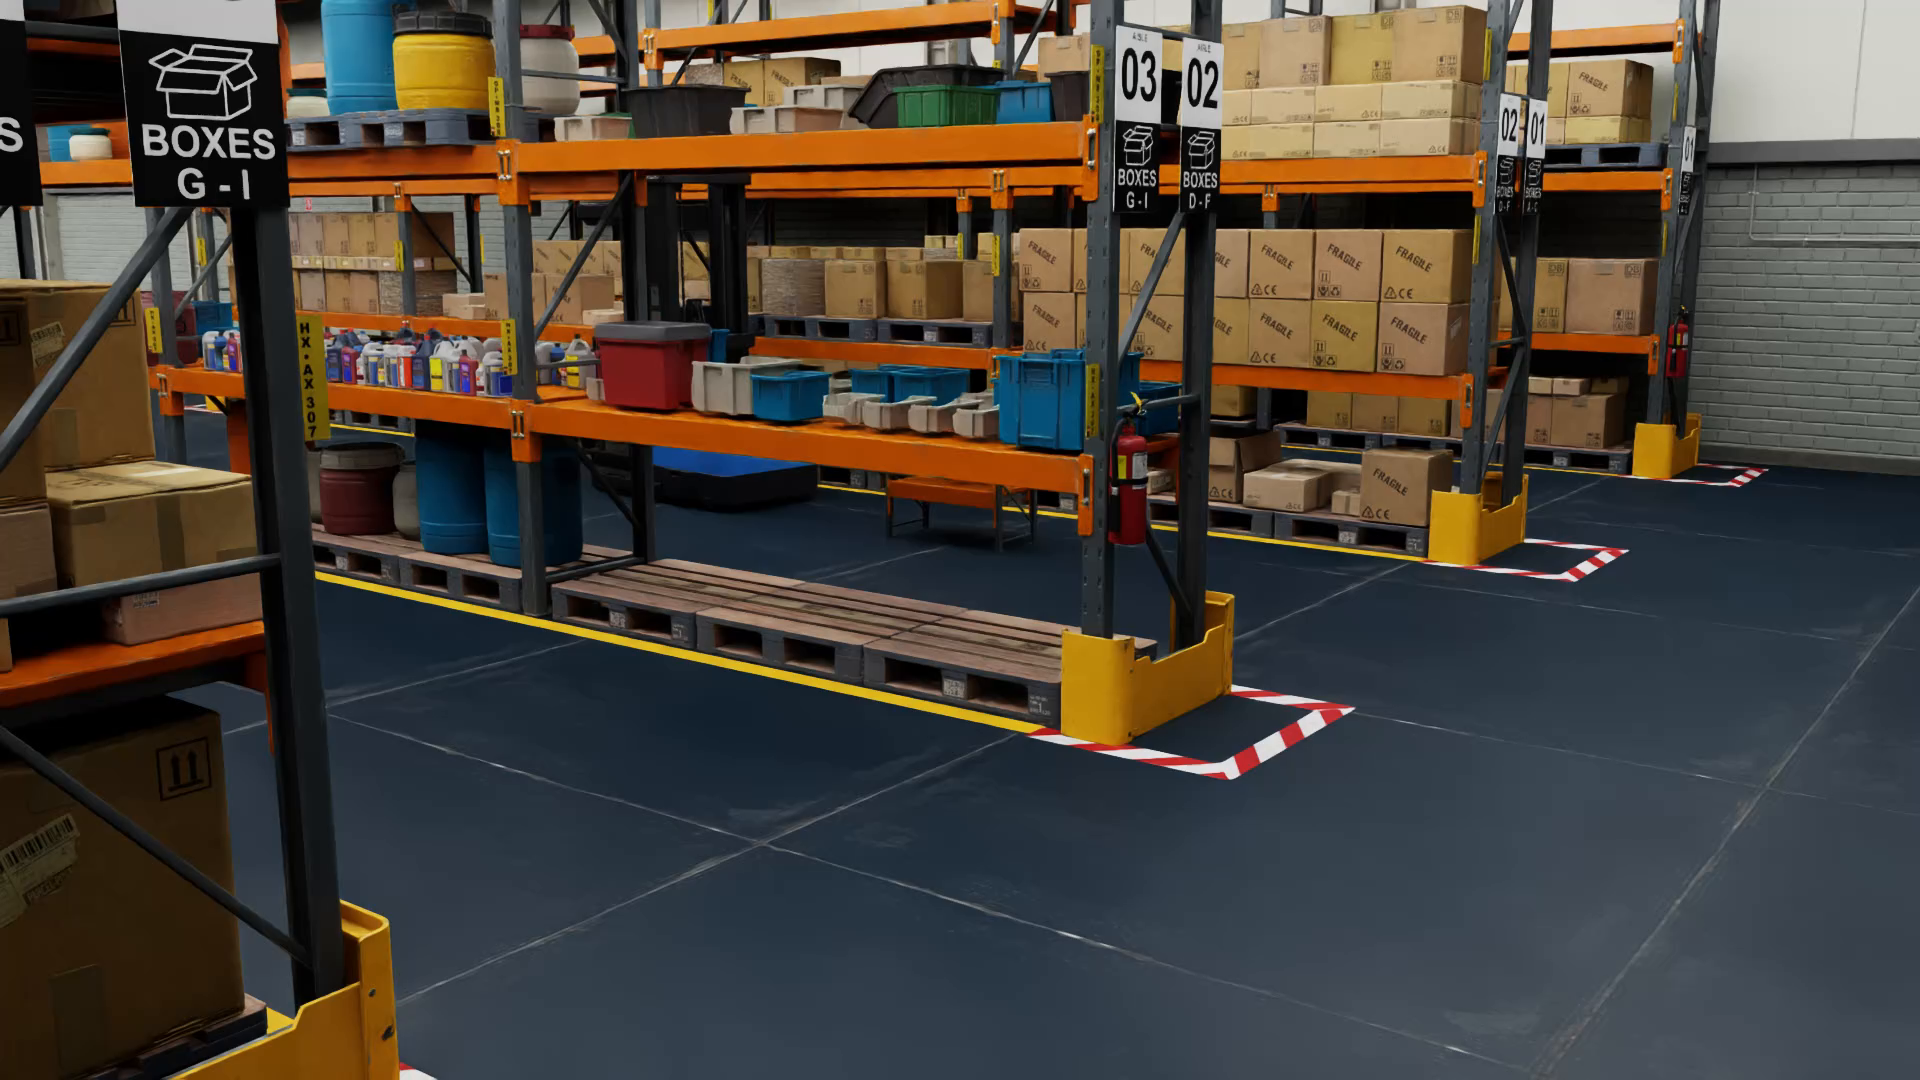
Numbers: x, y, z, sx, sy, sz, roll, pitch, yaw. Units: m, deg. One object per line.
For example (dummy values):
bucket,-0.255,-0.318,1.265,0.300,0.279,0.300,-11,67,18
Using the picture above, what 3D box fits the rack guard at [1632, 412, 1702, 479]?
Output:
rack guard,6.789,-0.918,15.959,0.348,0.500,1.175,8,13,36

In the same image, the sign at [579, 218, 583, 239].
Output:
sign,-5.782,-4.753,25.321,0.005,0.325,0.100,8,13,36

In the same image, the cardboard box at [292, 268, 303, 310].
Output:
cardboard box,-7.864,-3.068,20.226,0.500,0.500,0.700,8,14,36

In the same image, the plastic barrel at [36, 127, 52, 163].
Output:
plastic barrel,-7.701,-3.602,14.033,0.600,0.901,0.600,0,11,0

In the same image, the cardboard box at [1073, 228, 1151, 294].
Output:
cardboard box,1.246,-2.225,13.238,0.500,0.500,0.500,7,13,34

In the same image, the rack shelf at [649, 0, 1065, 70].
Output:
rack shelf,-0.996,-4.460,14.837,4.000,0.370,1.077,8,13,36

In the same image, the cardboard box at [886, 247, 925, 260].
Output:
cardboard box,-0.530,-3.423,20.902,0.500,0.500,0.700,6,13,30

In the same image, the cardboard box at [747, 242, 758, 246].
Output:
cardboard box,-3.158,-3.886,23.089,0.500,0.500,0.500,8,13,34

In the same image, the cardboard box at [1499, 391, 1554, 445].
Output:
cardboard box,5.743,-1.247,16.552,0.500,0.500,0.700,8,13,35

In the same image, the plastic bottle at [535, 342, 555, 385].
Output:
plastic bottle,-2.761,-1.172,11.015,0.135,0.276,0.152,8,13,36

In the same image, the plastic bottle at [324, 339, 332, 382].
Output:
plastic bottle,-4.267,-1.216,11.244,0.135,0.276,0.152,8,13,36

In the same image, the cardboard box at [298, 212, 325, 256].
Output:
cardboard box,-7.407,-3.643,19.782,0.500,0.500,0.700,8,14,36

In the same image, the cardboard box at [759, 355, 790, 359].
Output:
cardboard box,-2.299,-2.406,22.490,0.500,0.500,0.700,9,14,37

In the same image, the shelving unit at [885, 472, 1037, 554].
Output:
shelving unit,0.005,-0.552,12.419,1.048,1.125,0.538,8,13,36

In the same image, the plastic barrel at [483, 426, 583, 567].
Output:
plastic barrel,-2.747,-0.321,10.709,0.708,0.901,0.600,8,13,36

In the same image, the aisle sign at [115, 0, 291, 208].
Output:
aisle sign,-1.791,-1.187,3.925,0.004,0.787,0.394,8,13,36

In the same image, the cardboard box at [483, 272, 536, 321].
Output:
cardboard box,-4.798,-2.639,18.012,0.500,0.500,0.500,9,14,40

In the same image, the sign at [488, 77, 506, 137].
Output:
sign,-2.646,-2.474,9.500,0.005,0.325,0.100,8,13,36

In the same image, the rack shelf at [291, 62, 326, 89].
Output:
rack shelf,-7.444,-5.359,19.486,4.000,0.370,1.077,8,13,36

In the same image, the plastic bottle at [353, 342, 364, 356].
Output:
plastic bottle,-4.005,-1.185,11.096,0.097,0.271,0.097,0,11,0

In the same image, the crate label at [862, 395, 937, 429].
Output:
crate label,-0.323,-0.658,8.568,0.243,0.136,0.396,8,13,36

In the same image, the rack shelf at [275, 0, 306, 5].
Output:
rack shelf,-3.931,-3.702,10.919,4.000,0.370,1.077,8,13,36

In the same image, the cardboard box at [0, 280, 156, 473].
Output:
cardboard box,-2.656,-0.465,4.674,0.500,0.500,0.500,8,13,34

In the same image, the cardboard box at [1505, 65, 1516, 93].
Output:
cardboard box,5.196,-4.326,16.150,0.500,0.500,0.500,7,13,33

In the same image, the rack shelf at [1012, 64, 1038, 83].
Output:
rack shelf,1.933,-5.218,18.759,4.000,0.370,1.077,8,13,36

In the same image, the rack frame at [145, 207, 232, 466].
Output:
rack frame,-5.543,-1.531,12.545,0.127,3.000,1.000,8,13,36

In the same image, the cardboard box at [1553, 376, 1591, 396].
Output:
cardboard box,5.935,-1.495,16.130,0.250,0.149,0.380,8,13,35

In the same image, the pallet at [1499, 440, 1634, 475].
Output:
pallet,6.079,-0.857,16.403,1.213,0.211,1.003,8,13,36

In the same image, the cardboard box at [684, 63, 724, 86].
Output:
cardboard box,-2.260,-4.251,15.815,0.500,0.500,0.500,8,13,36

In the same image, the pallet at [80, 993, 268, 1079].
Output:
pallet,-2.717,1.418,4.644,1.213,0.211,1.003,8,13,36

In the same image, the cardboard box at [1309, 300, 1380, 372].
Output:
cardboard box,2.898,-1.505,12.148,0.500,0.500,0.500,8,14,36

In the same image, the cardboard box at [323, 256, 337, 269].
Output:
cardboard box,-7.200,-3.247,19.444,0.250,0.149,0.380,8,14,37

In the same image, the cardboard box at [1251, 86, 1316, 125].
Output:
cardboard box,2.471,-3.165,12.176,0.500,0.250,0.500,8,13,36

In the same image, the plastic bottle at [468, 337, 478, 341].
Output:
plastic bottle,-3.399,-1.261,11.476,0.135,0.276,0.152,8,13,36

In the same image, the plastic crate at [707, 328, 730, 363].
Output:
plastic crate,-1.740,-1.102,10.215,0.575,0.384,0.392,8,13,36

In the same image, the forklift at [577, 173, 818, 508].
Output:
forklift,-2.640,-1.912,14.699,3.031,2.935,1.130,10,15,42

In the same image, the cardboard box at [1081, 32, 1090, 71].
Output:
cardboard box,1.350,-3.725,13.093,0.500,0.500,0.700,8,13,36

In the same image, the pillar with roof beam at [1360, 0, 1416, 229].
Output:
pillar with roof beam,2.073,-4.938,14.361,0.400,9.000,9.100,8,13,36

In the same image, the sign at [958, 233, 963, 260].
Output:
sign,0.008,-3.493,19.847,0.005,0.325,0.100,8,13,36

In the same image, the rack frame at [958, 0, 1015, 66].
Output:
rack frame,0.321,-5.993,19.815,0.127,3.000,1.000,8,13,36

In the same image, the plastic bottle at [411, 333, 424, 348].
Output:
plastic bottle,-3.822,-1.320,11.761,0.133,0.283,0.061,8,13,36

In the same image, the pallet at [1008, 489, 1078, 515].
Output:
pallet,1.169,-0.392,14.003,1.213,0.211,1.003,8,13,36

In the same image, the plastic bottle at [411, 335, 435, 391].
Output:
plastic bottle,-3.402,-1.131,10.608,0.185,0.351,0.144,8,13,36

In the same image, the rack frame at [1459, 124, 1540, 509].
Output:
rack frame,3.840,-1.389,11.813,0.127,3.000,1.000,8,13,36

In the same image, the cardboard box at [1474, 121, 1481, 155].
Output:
cardboard box,3.577,-2.885,12.043,0.500,0.250,0.500,8,13,36

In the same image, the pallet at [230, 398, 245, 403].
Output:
pallet,-8.415,-1.740,20.965,1.213,0.211,1.003,8,13,36

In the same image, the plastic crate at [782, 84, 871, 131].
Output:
plastic crate,-0.698,-2.342,9.154,0.530,0.282,0.437,8,13,36

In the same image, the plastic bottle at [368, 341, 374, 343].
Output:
plastic bottle,-4.304,-1.357,12.168,0.097,0.201,0.097,0,11,0

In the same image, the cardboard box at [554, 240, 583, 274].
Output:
cardboard box,-5.527,-4.094,24.164,0.500,0.500,0.500,8,14,36

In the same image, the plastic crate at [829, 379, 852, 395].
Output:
plastic crate,-0.737,-0.831,9.466,0.466,0.136,0.293,8,13,36

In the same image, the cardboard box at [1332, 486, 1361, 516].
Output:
cardboard box,2.983,-0.297,12.468,0.250,0.166,0.380,8,13,36
